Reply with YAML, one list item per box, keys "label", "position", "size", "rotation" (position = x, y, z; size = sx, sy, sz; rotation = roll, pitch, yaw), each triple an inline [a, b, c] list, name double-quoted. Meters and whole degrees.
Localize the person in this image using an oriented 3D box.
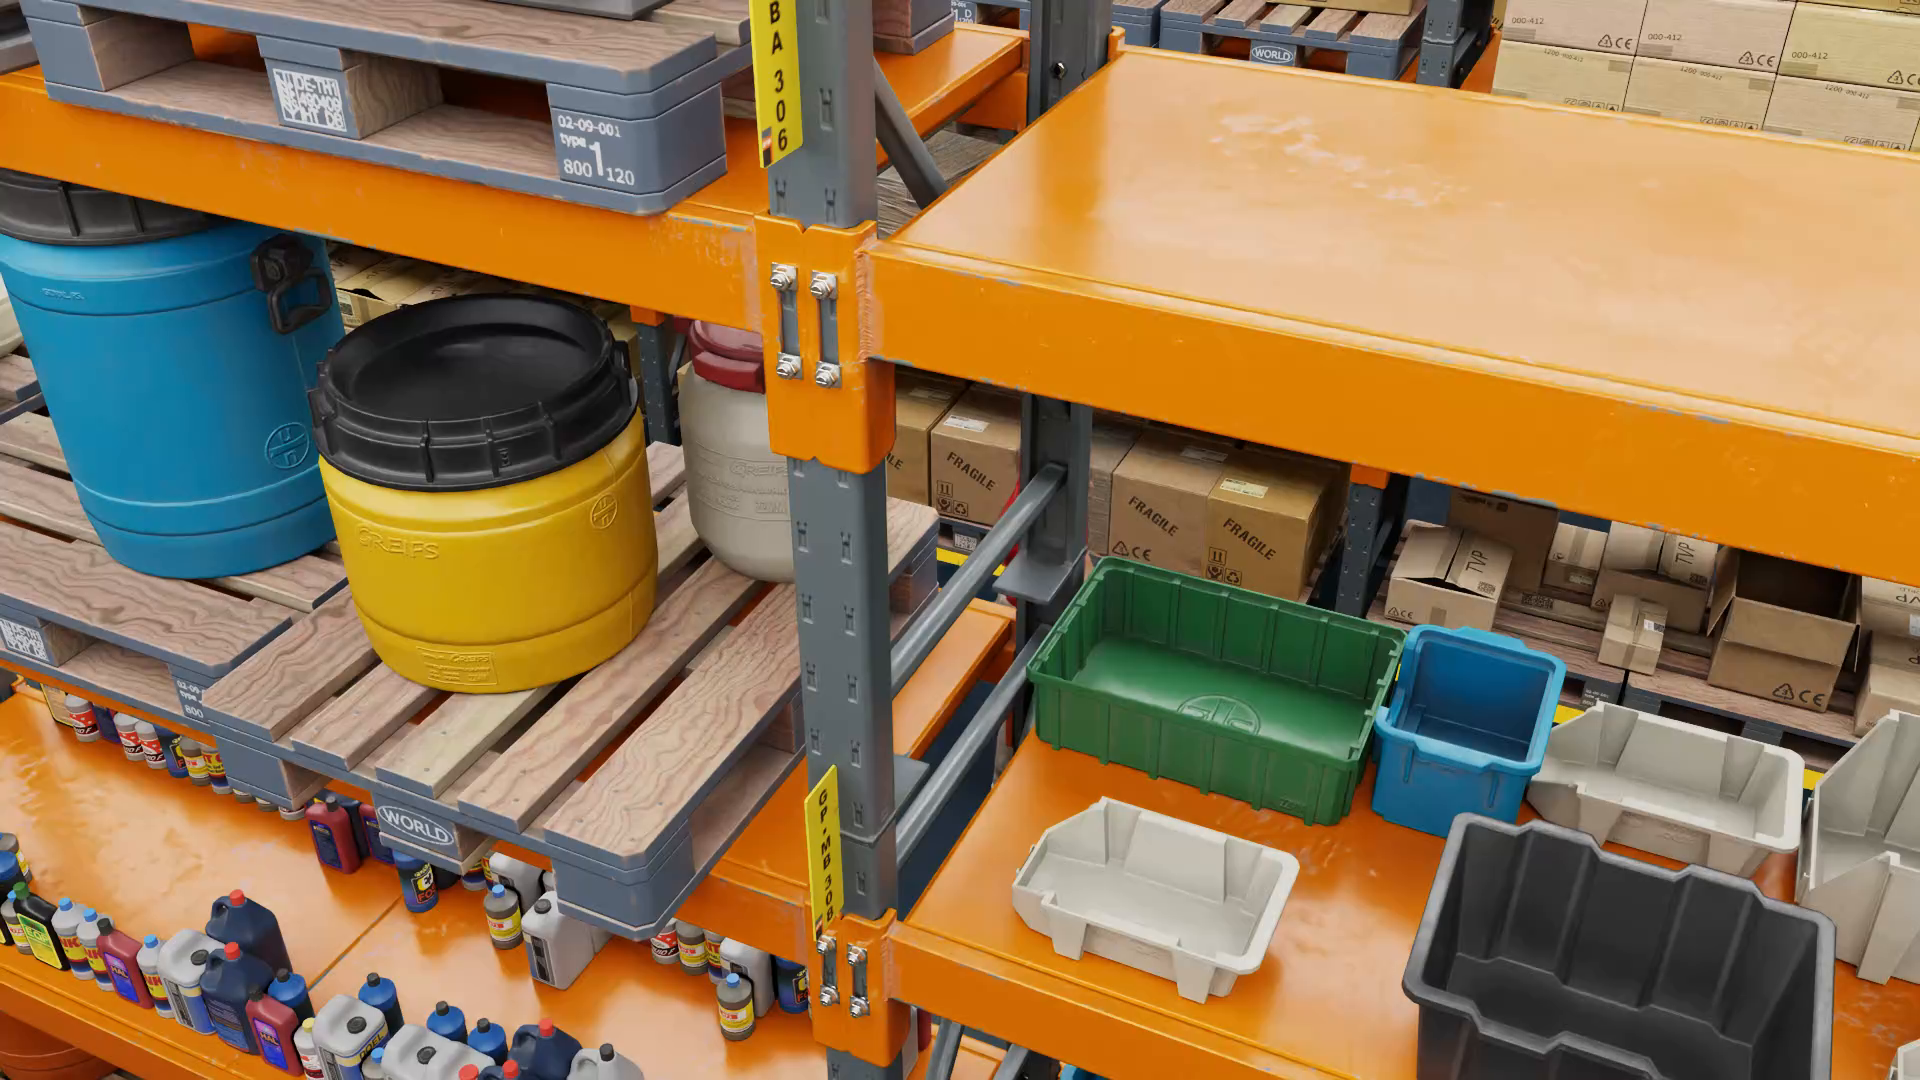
- label: "person"
  position: [0.410, 0.361, 6.963]
  size: [0.544, 1.725, 0.490]
  rotation: [14, 36, 20]
